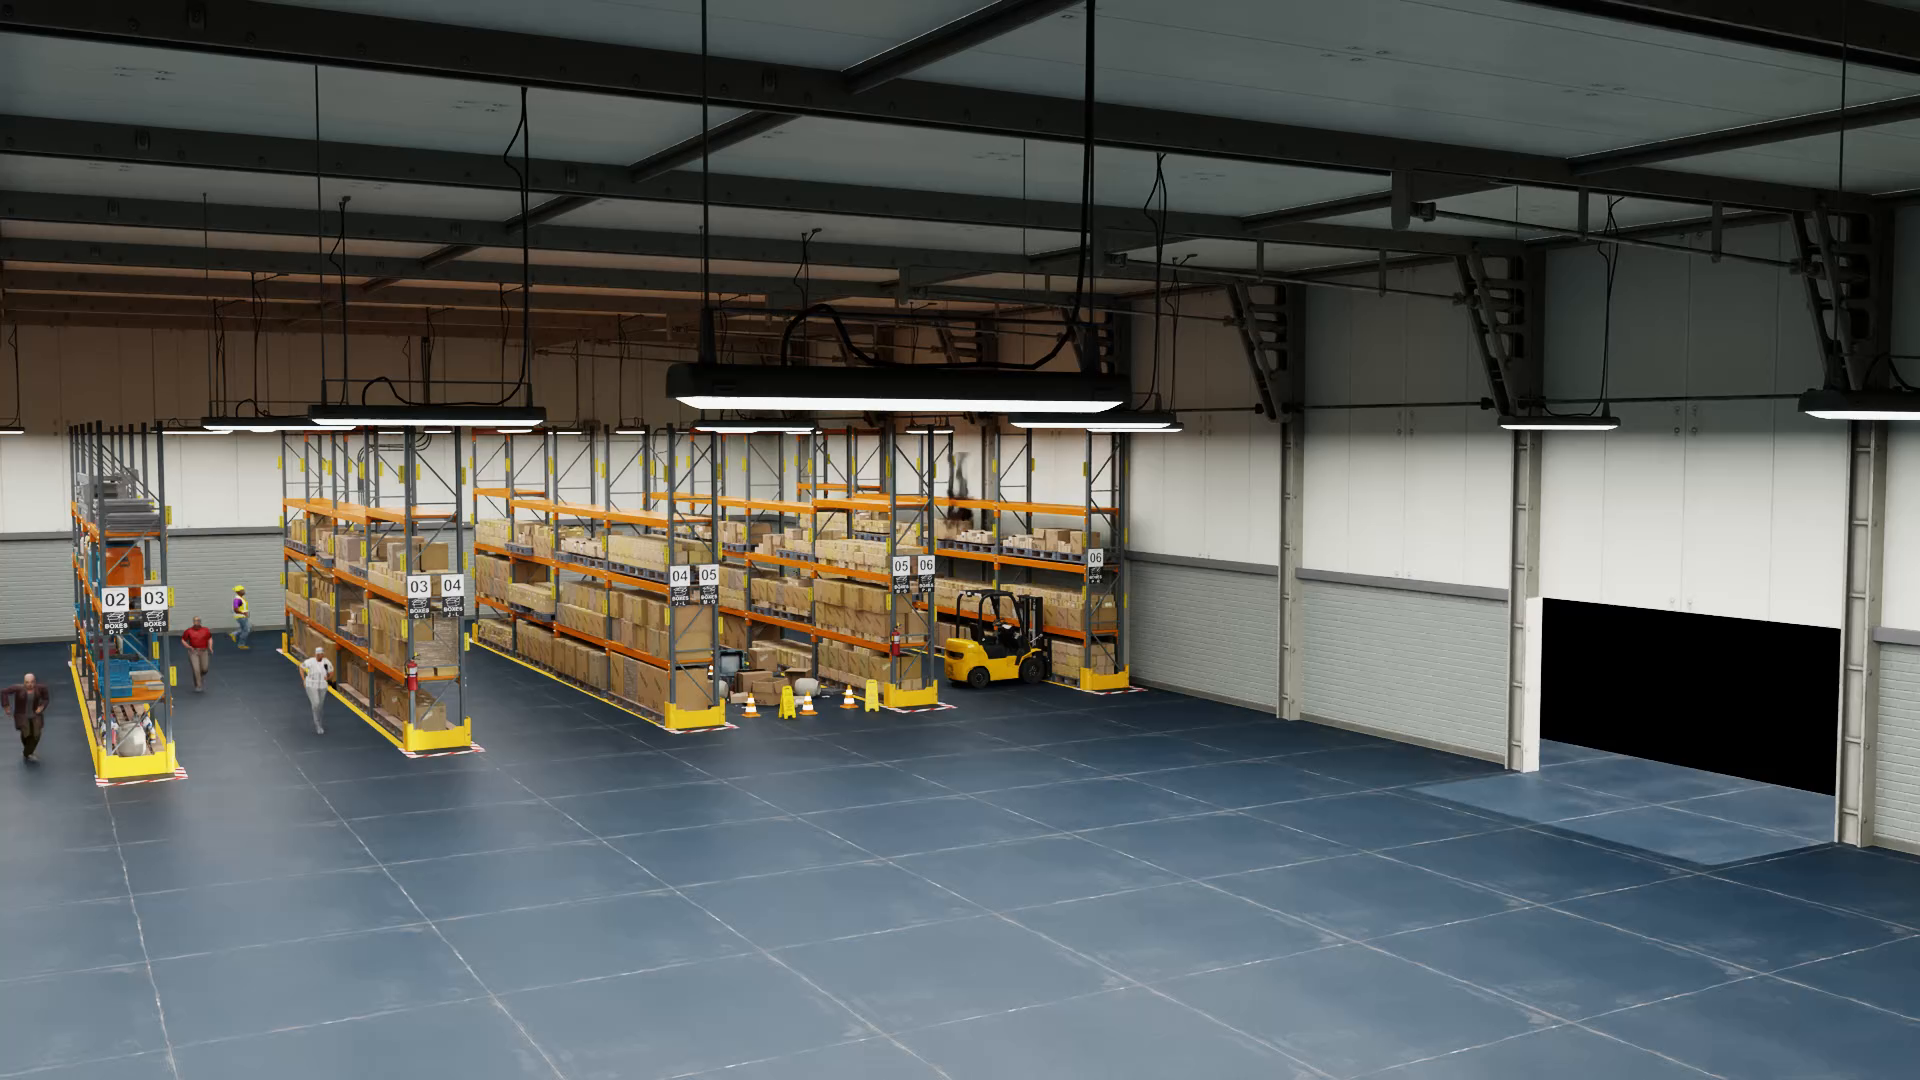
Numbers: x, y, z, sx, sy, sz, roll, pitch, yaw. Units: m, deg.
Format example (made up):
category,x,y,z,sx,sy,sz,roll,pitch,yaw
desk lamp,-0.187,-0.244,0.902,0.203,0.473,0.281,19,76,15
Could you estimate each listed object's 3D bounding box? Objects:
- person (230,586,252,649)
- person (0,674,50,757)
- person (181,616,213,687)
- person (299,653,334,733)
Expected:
category,x,y,z,sx,sy,sz,roll,pitch,yaw
person,-19.472,2.090,44.998,0.588,1.723,0.703,-1,4,-13
person,-16.423,3.096,29.236,0.737,1.542,0.846,-3,4,-37
person,-17.223,2.525,37.585,0.665,1.596,0.536,-2,4,-35
person,-12.562,2.915,32.486,0.619,1.670,0.829,-3,4,-37
